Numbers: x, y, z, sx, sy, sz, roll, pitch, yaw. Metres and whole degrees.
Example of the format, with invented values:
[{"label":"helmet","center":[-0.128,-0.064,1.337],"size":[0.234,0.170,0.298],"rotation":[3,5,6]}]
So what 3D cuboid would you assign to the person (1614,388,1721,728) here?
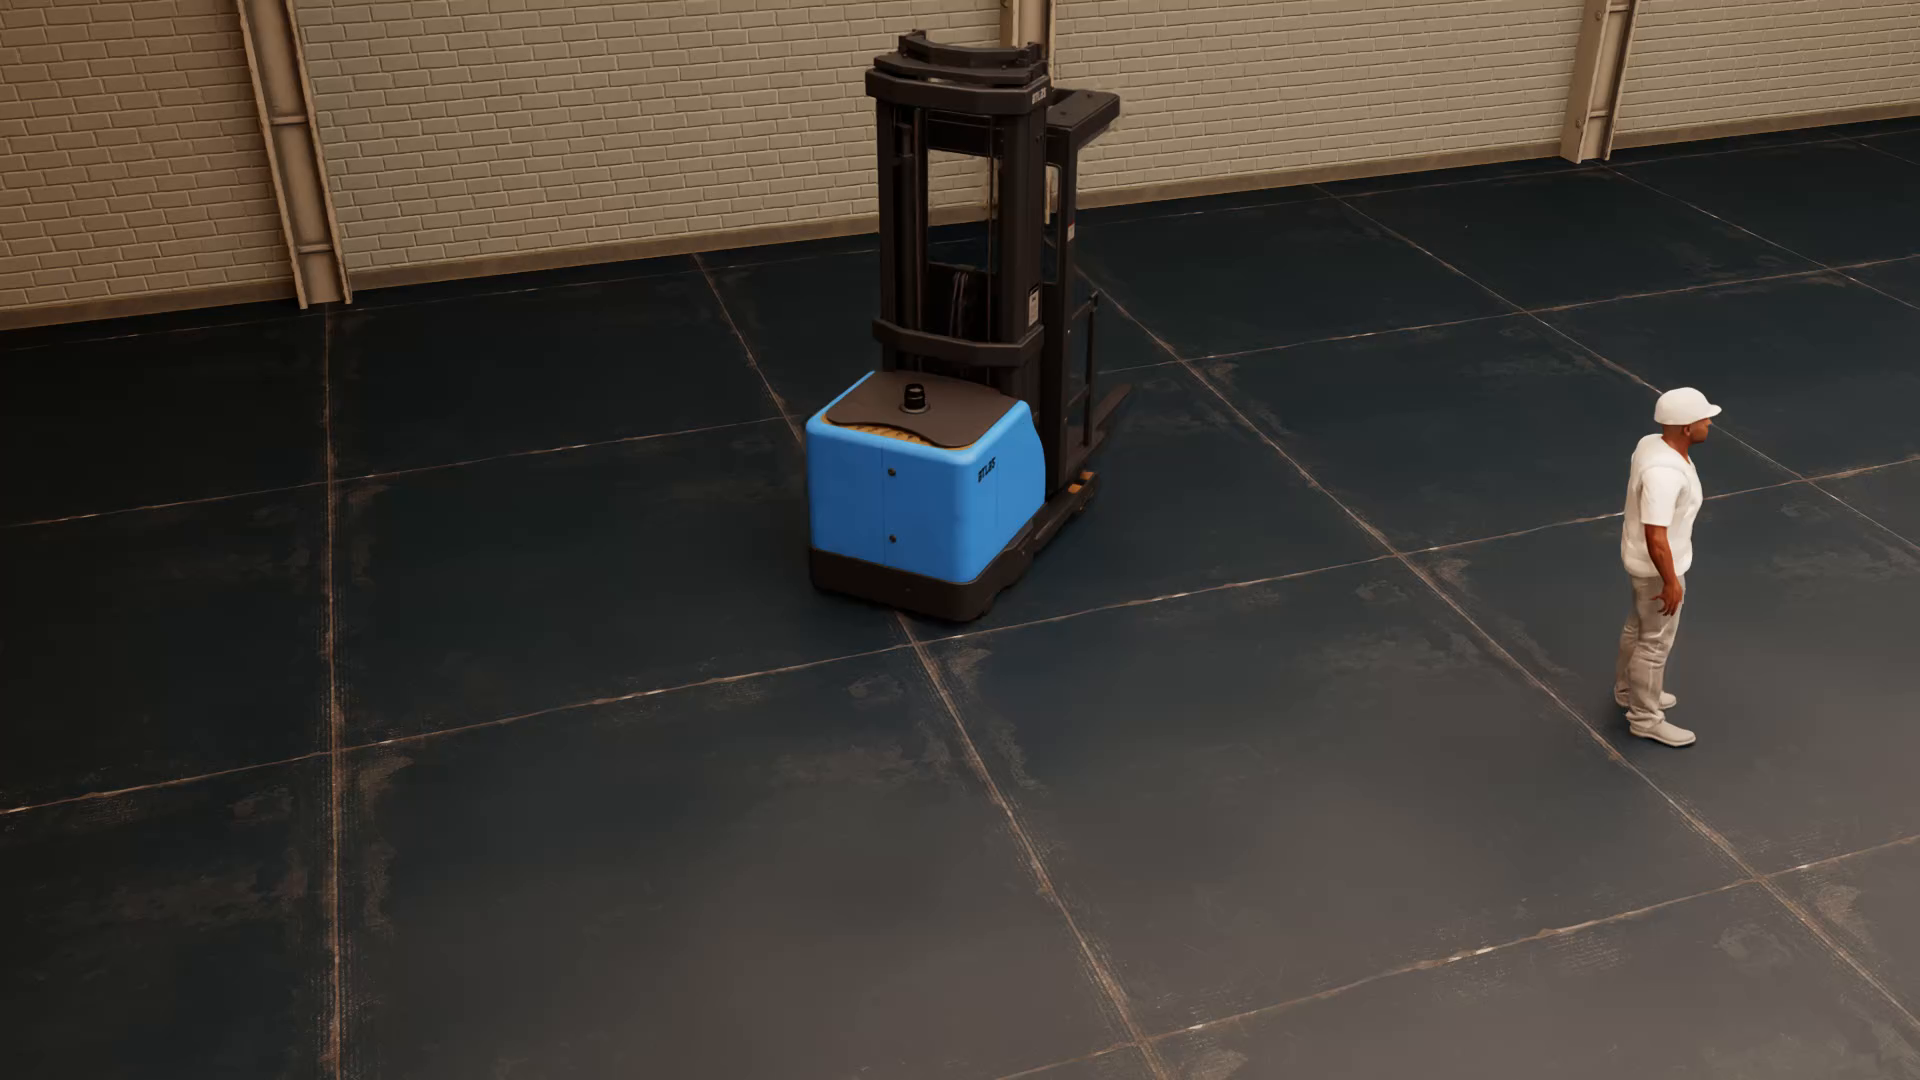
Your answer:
[{"label":"person","center":[3.373,0.067,8.076],"size":[0.377,1.712,0.663],"rotation":[8,31,13]}]

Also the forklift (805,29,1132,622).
[{"label":"forklift","center":[0.230,-1.537,9.759],"size":[1.130,2.935,3.031],"rotation":[13,32,22]}]
